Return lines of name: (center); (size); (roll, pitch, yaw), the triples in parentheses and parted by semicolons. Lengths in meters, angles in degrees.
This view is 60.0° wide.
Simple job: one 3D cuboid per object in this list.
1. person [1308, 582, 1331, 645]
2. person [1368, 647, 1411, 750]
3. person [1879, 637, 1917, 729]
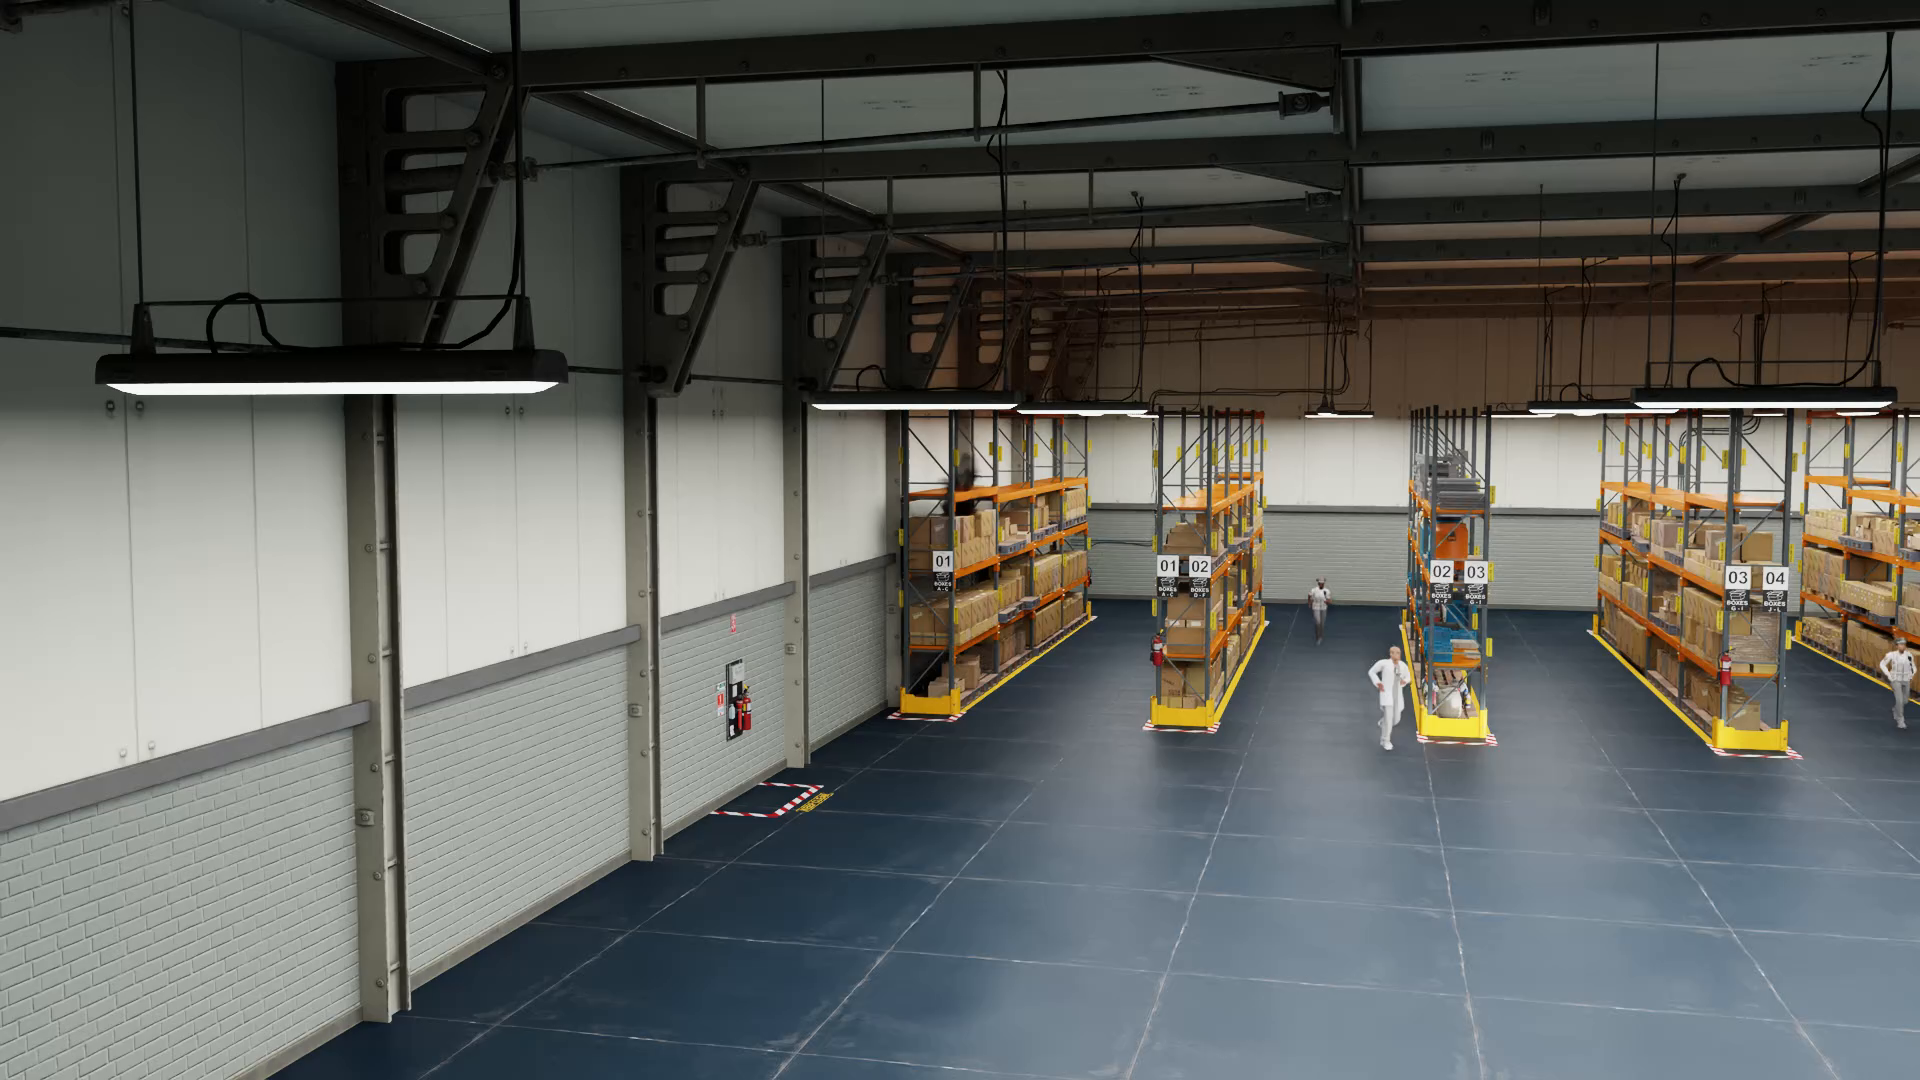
person: (9.239, 1.843, 42.677); (0.537, 1.712, 0.827); (0, 4, -1)
person: (7.653, 2.764, 29.446); (0.733, 1.756, 0.943); (-1, 4, -16)
person: (17.628, 2.649, 31.233); (0.625, 1.687, 0.699); (1, 4, 7)
